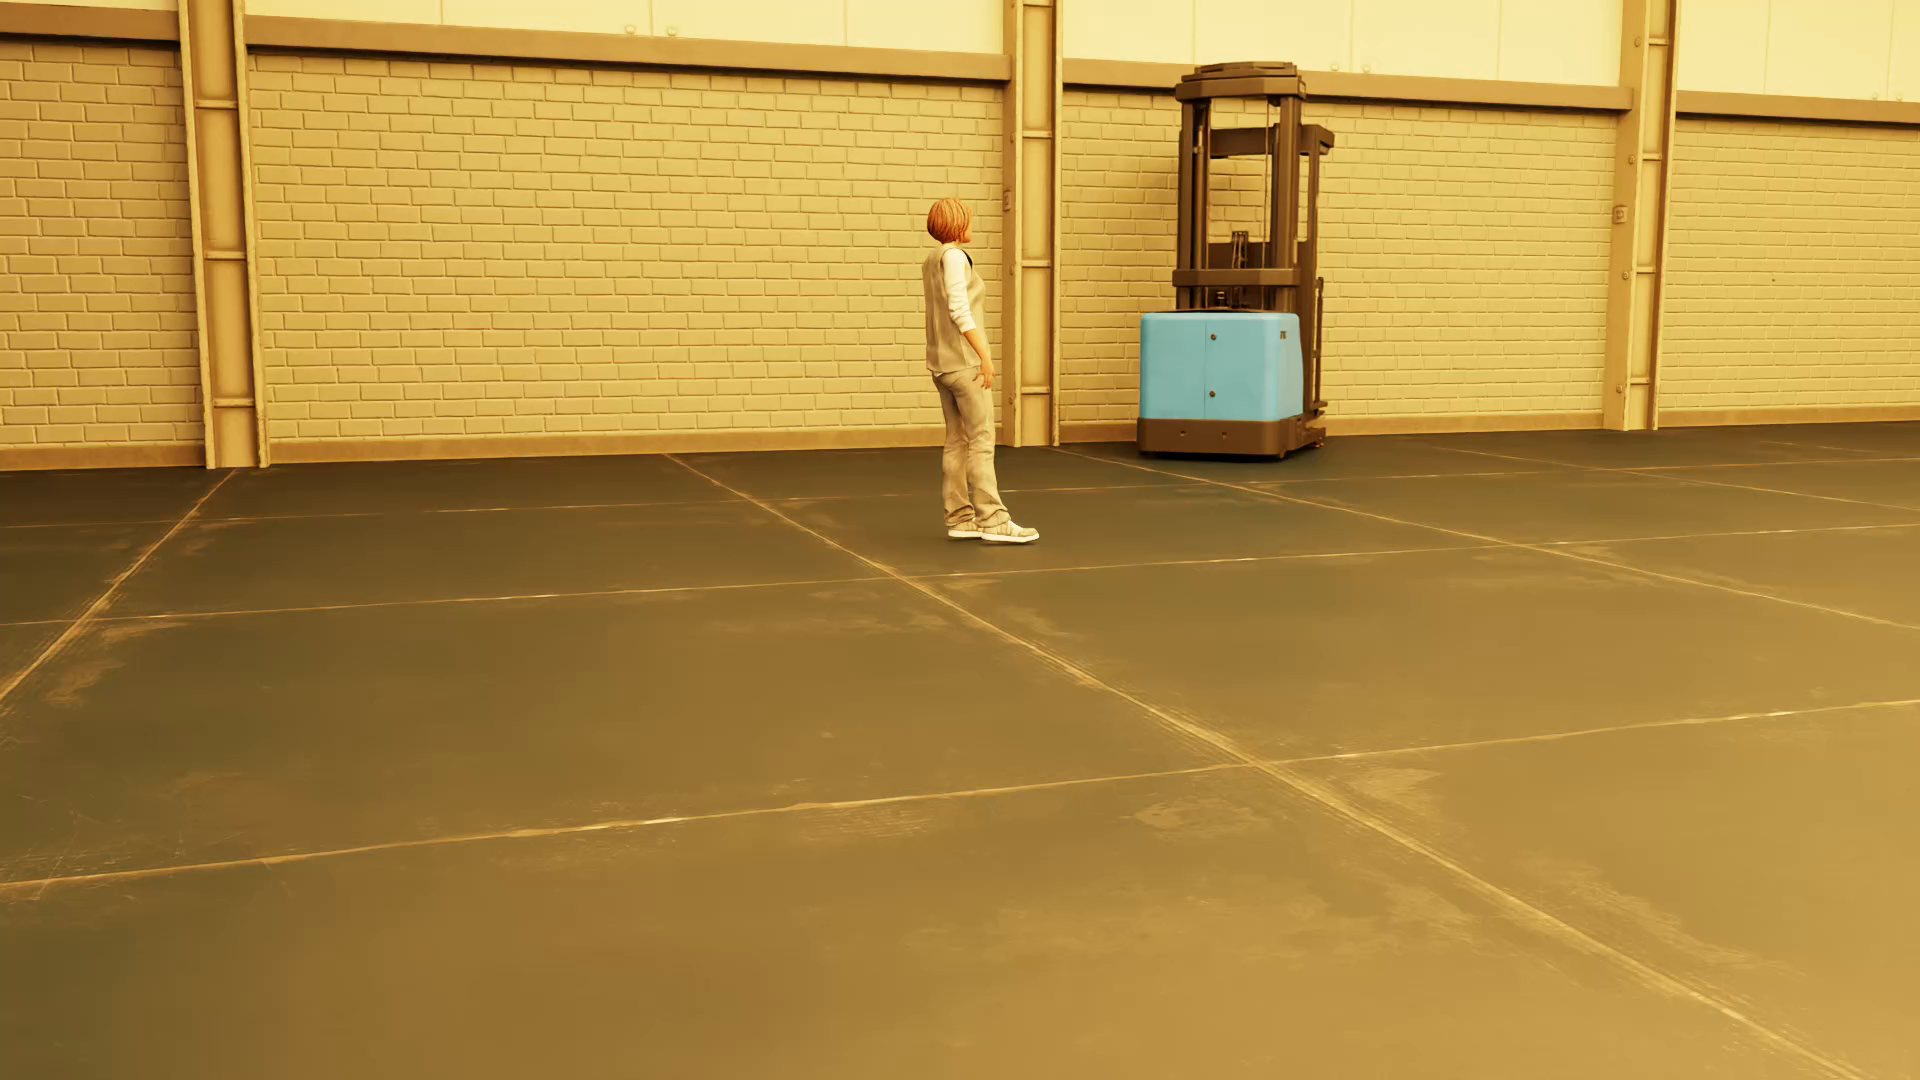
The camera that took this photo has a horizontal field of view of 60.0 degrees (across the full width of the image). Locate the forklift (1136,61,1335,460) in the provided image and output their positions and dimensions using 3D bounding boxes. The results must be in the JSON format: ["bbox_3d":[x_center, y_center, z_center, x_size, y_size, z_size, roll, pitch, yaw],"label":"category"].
[{"bbox_3d":[2.326,-2.198,13.208,1.130,2.935,3.031,3,8,22],"label":"forklift"}]

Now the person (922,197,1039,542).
[{"bbox_3d":[0.075,-0.800,7.825,0.473,1.599,0.520,-3,8,-18],"label":"person"}]
